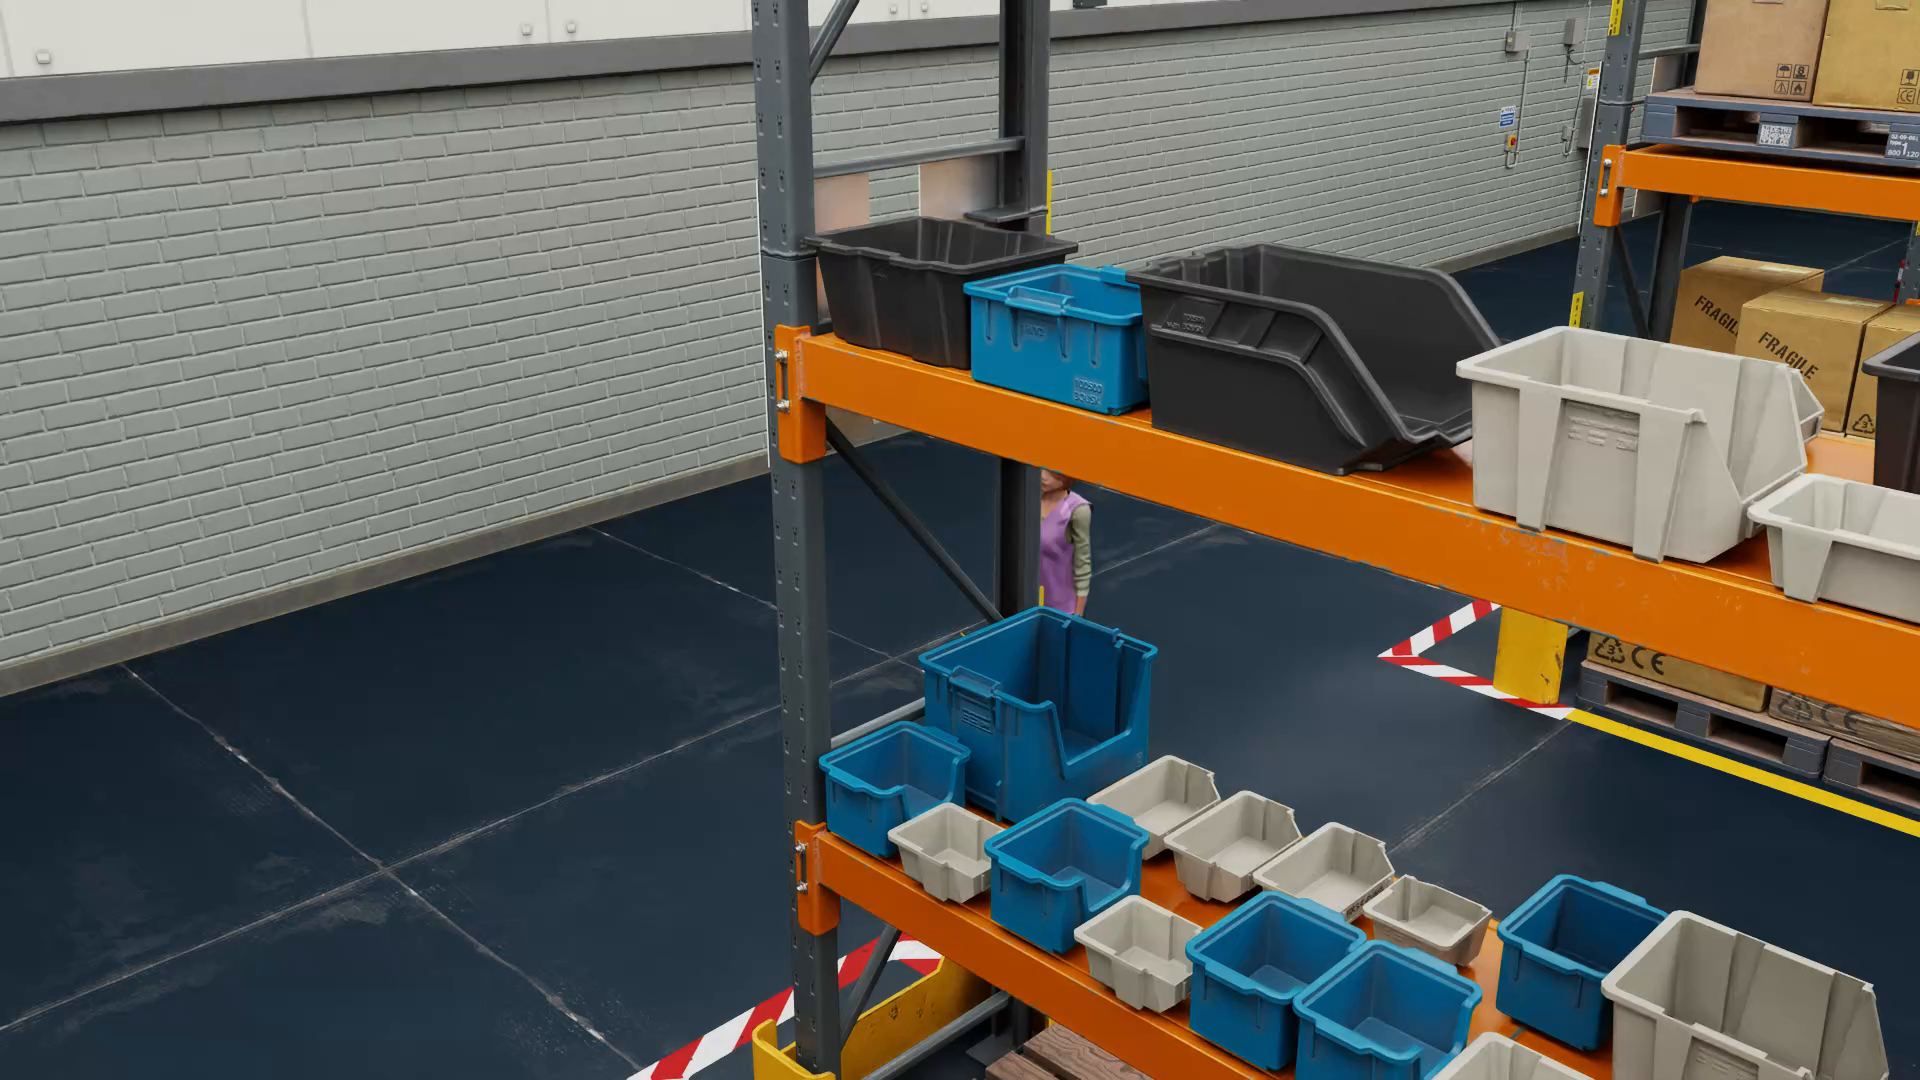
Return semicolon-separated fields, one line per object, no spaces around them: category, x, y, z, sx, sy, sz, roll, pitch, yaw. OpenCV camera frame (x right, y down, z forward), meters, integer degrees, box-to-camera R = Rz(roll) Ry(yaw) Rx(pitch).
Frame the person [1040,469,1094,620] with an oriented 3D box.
person;0.436;0.311;7.757;0.323;1.601;0.411;-20;28;-41
